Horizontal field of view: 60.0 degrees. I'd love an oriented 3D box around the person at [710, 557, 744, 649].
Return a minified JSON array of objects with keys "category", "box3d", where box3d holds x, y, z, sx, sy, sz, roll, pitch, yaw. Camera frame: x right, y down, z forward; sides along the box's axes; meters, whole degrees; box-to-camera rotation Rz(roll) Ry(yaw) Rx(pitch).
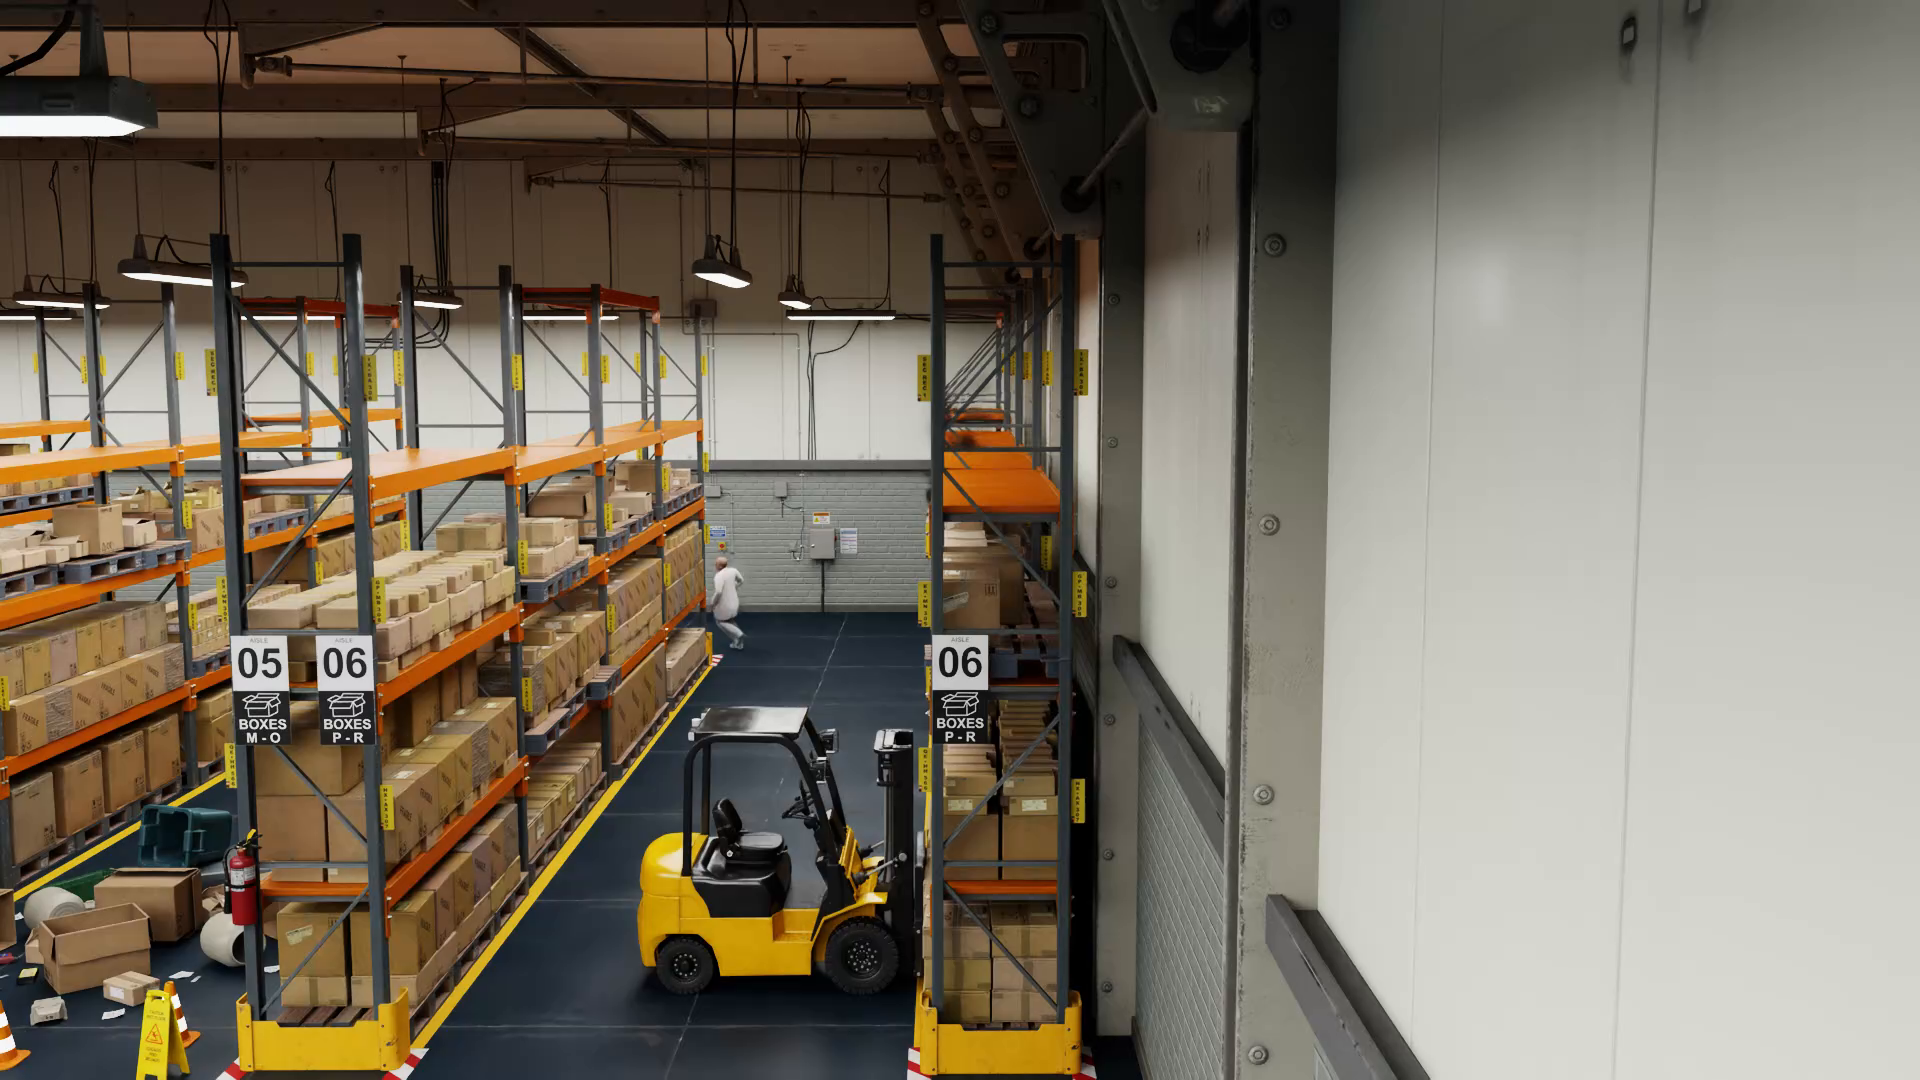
[{"category":"person","box3d":[-4.118,1.207,29.218,0.591,1.498,0.777,4,7,32]}]
